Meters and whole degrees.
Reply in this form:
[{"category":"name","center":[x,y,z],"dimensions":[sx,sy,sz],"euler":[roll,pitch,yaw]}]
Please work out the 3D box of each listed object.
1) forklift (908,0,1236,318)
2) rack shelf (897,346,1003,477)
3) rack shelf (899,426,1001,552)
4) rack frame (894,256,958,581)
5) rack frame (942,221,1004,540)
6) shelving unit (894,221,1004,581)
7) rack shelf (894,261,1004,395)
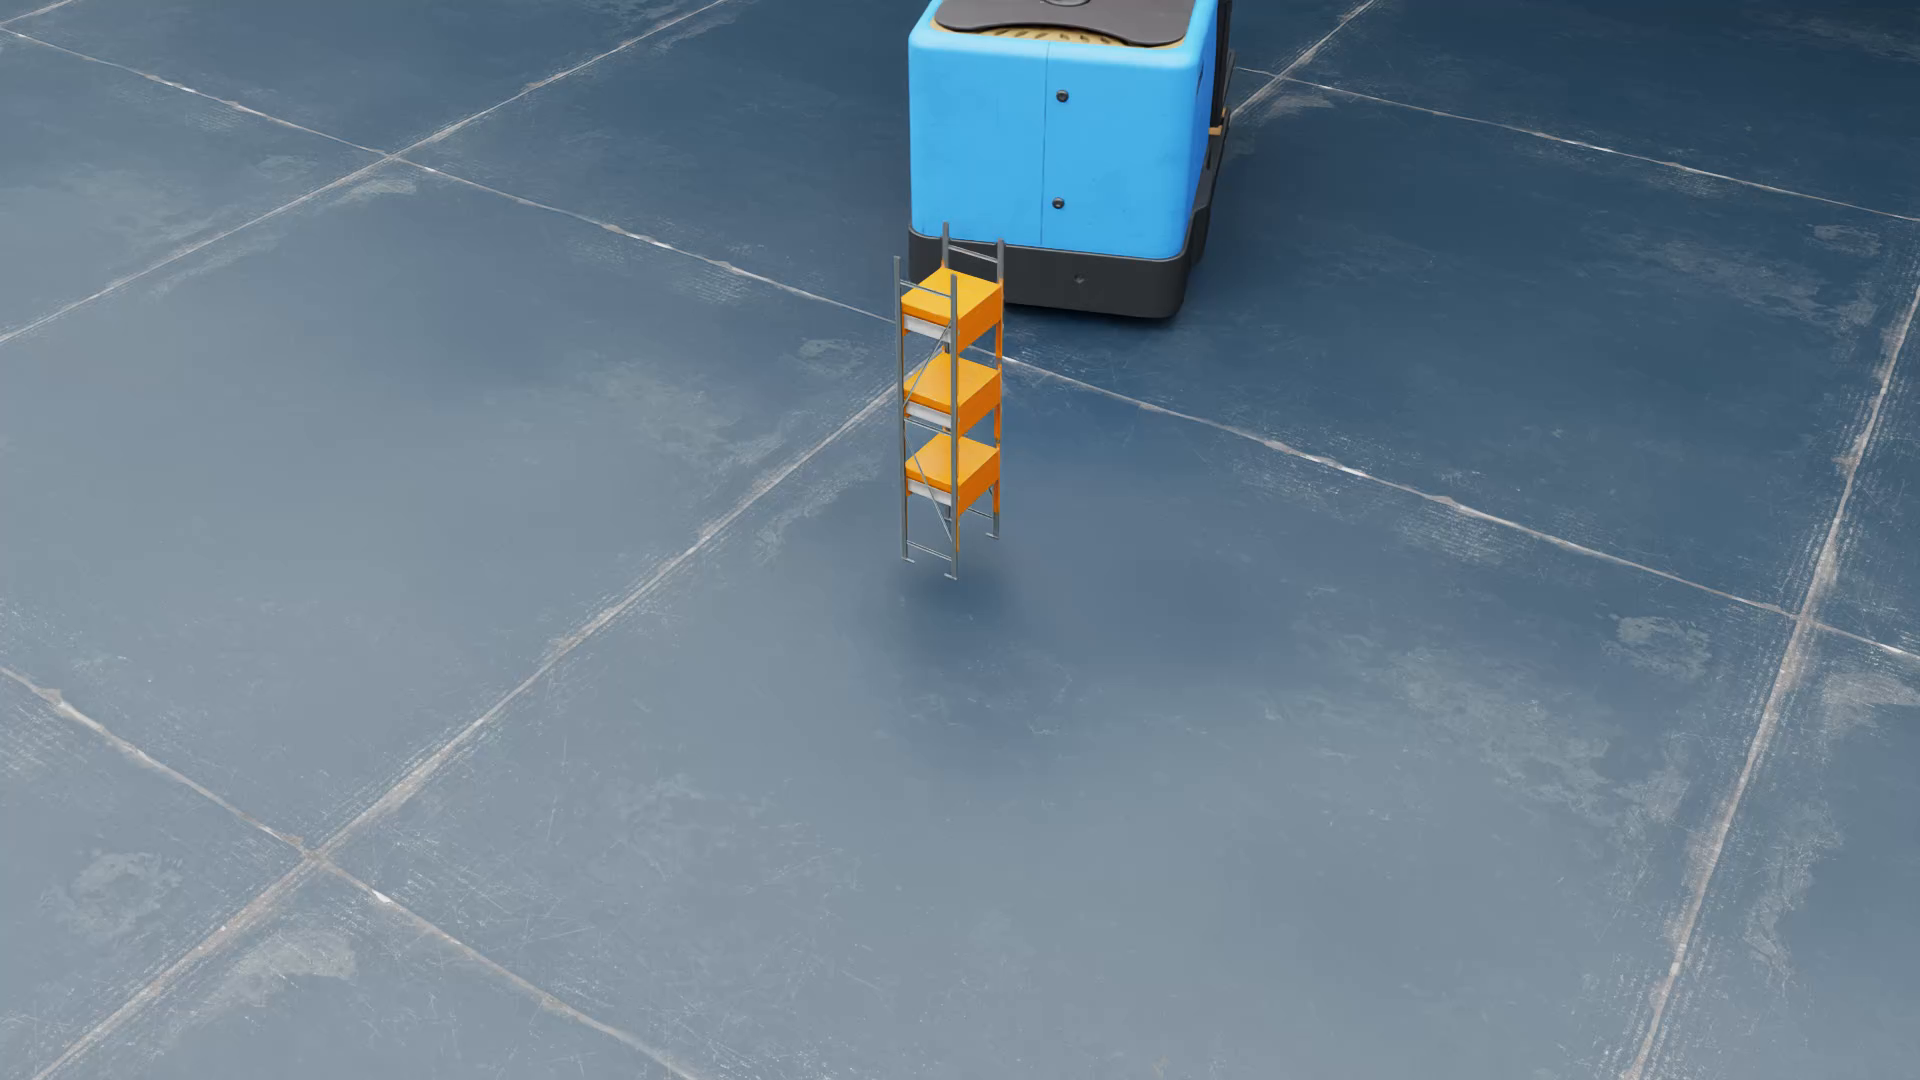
[{"category":"forklift","center":[0.621,-2.889,6.596],"dimensions":[1.130,2.935,3.031],"euler":[8,38,10]},{"category":"rack shelf","center":[-0.029,-0.380,4.900],"dimensions":[0.215,0.259,0.240],"euler":[21,42,25]},{"category":"rack shelf","center":[-0.029,-0.160,5.070],"dimensions":[0.215,0.259,0.240],"euler":[21,42,25]},{"category":"rack frame","center":[-0.094,-0.325,4.812],"dimensions":[0.200,1.050,0.008],"euler":[21,42,25]},{"category":"rack frame","center":[0.037,-0.451,4.975],"dimensions":[0.200,1.050,0.008],"euler":[21,42,25]},{"category":"shelving unit","center":[-0.029,-0.388,4.894],"dimensions":[0.215,1.050,0.252],"euler":[21,42,25]},{"category":"rack shelf","center":[-0.029,-0.605,4.727],"dimensions":[0.215,0.259,0.240],"euler":[21,42,25]}]
